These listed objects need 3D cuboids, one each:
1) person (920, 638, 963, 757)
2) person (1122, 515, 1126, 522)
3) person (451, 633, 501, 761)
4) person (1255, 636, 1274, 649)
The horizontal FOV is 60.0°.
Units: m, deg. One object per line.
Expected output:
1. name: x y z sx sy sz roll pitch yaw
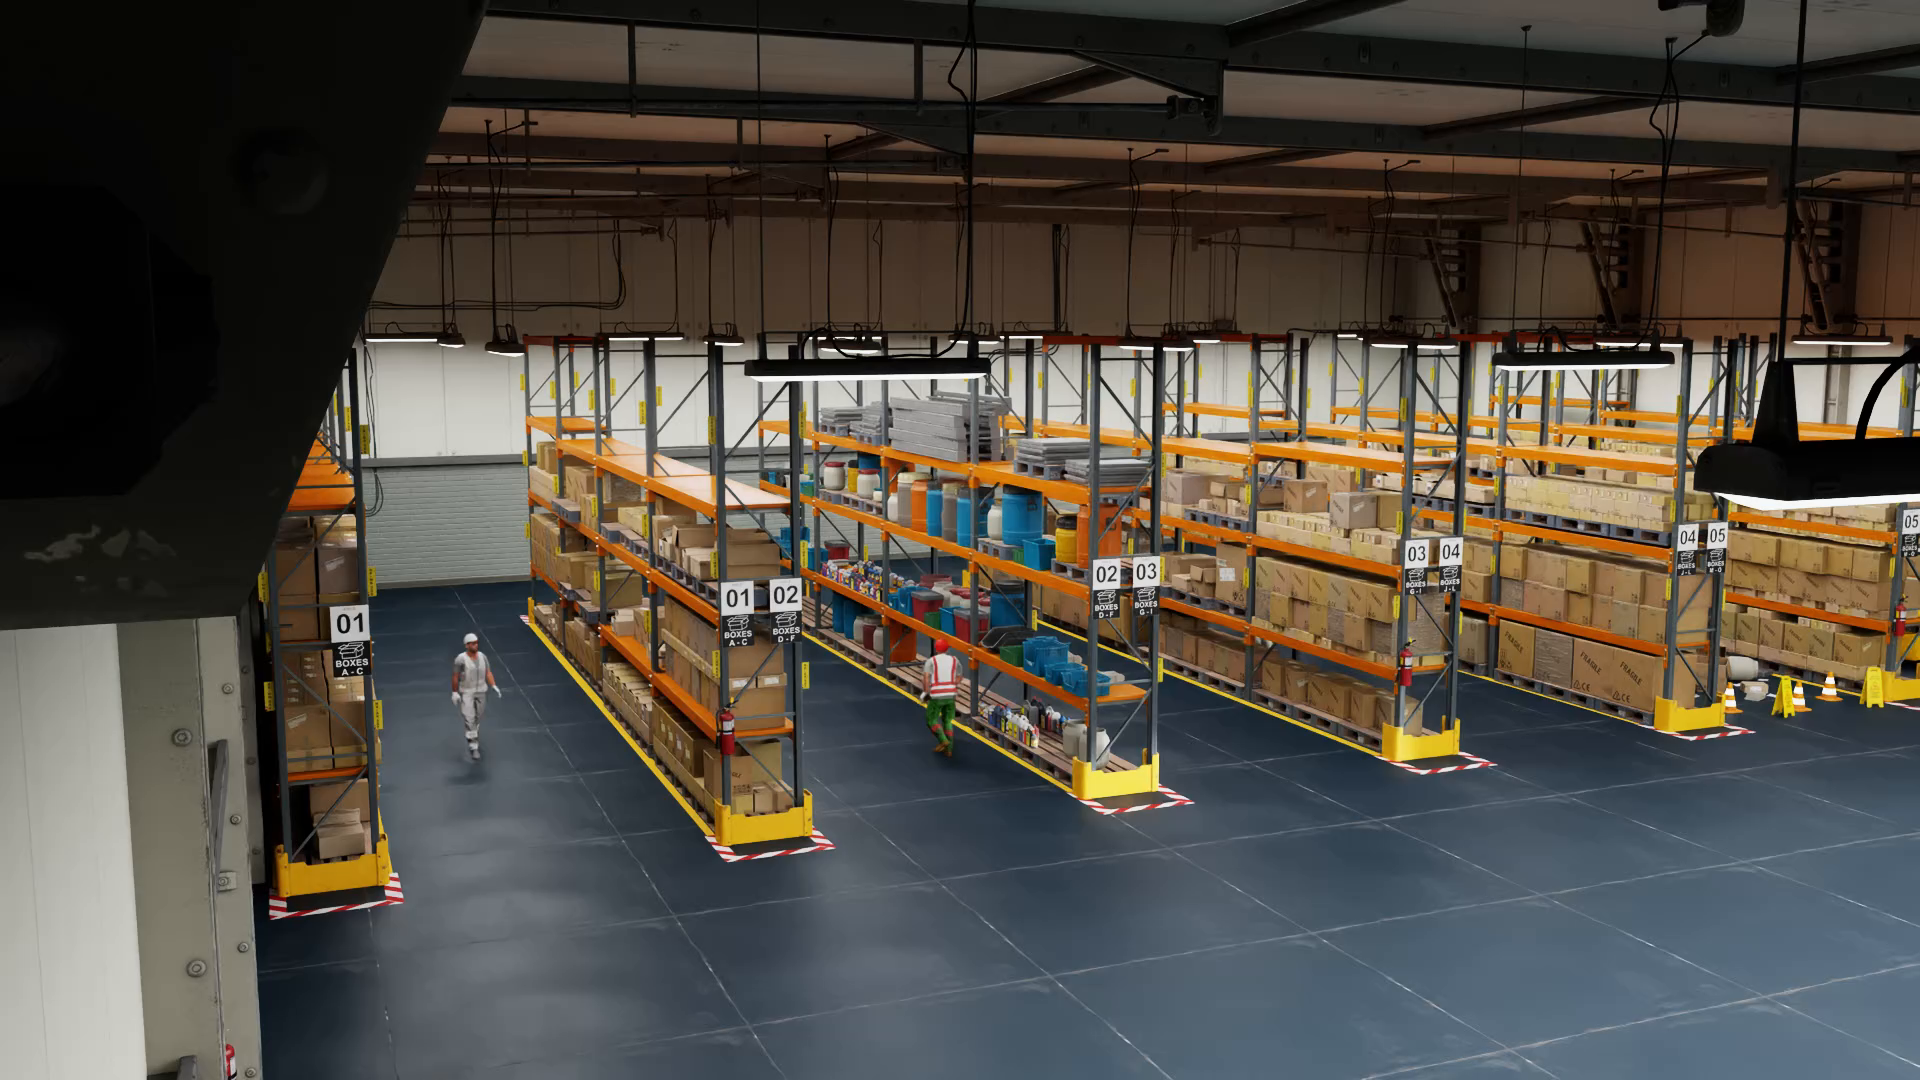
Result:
1. person: -0.250 2.284 24.283 0.657 1.685 0.787 -3 8 -21
2. person: 4.034 -0.300 43.365 0.560 1.726 1.067 1 8 7
3. person: -7.036 2.231 24.208 0.644 1.751 0.969 -5 9 -34
4. person: 5.582 1.361 30.820 0.626 1.777 0.587 -2 8 -18
